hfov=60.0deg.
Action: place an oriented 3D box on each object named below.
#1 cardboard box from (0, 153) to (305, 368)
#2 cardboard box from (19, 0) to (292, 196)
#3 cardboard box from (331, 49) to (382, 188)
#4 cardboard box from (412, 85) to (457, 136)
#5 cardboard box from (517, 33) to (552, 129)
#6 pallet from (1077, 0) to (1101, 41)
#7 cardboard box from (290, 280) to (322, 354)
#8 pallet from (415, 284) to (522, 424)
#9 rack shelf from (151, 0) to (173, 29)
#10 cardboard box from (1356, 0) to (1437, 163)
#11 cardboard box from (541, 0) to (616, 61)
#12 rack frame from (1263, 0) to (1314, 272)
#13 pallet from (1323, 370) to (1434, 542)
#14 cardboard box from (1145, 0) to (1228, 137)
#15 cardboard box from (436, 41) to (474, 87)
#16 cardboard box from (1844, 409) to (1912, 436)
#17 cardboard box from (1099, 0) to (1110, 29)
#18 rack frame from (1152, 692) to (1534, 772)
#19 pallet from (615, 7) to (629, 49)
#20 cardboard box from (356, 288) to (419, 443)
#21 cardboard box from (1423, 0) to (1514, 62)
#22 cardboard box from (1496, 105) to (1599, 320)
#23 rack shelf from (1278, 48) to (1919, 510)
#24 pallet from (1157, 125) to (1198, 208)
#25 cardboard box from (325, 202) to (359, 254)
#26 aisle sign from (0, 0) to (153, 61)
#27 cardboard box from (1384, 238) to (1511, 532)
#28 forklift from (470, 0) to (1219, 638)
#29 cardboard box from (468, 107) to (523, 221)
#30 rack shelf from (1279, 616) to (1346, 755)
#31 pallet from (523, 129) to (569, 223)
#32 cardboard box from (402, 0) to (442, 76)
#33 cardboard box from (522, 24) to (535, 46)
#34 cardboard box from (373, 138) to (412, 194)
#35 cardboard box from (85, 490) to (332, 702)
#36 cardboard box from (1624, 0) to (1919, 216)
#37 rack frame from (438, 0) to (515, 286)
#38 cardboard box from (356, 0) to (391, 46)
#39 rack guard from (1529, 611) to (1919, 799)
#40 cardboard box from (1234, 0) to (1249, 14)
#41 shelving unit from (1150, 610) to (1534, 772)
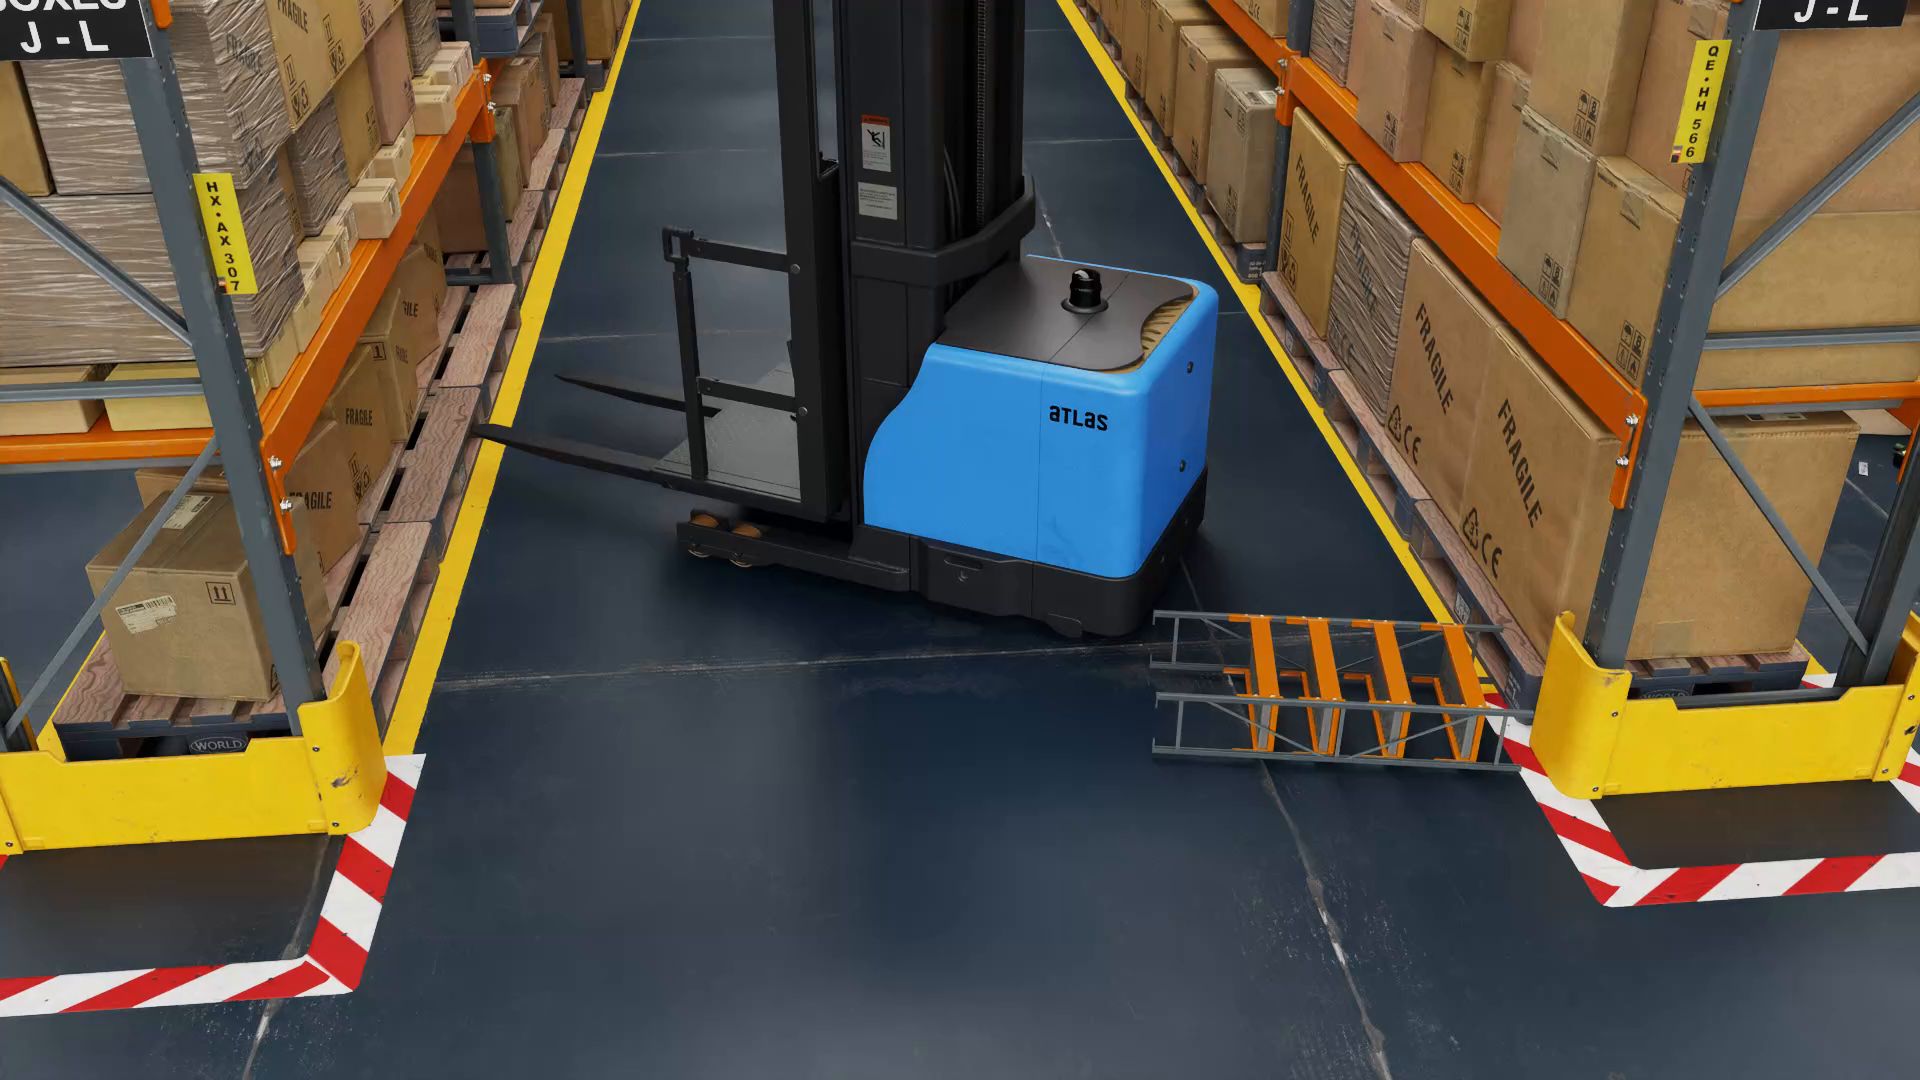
[{"bbox_3d":[-2.467,-0.845,4.852,0.875,0.500,0.500,-3,31,-5],"label":"cardboard box"},{"bbox_3d":[-2.223,-1.286,4.615,0.500,0.500,0.500,-3,31,-5],"label":"cardboard box"},{"bbox_3d":[-2.672,-1.607,6.128,0.875,0.500,0.500,-3,31,-5],"label":"cardboard box"},{"bbox_3d":[-2.392,-1.850,7.167,0.380,0.149,0.250,-3,31,-5],"label":"cardboard box"},{"bbox_3d":[-3.043,-2.968,10.803,0.700,0.500,0.500,-5,31,-9],"label":"cardboard box"},{"bbox_3d":[1.575,-4.486,14.054,1.003,0.211,1.213,-3,31,-5],"label":"pallet"},{"bbox_3d":[-2.245,-0.698,5.238,0.380,0.149,0.250,-3,31,-5],"label":"cardboard box"},{"bbox_3d":[-2.719,-0.896,8.044,1.003,0.211,1.213,-3,31,-5],"label":"pallet"},{"bbox_3d":[-2.630,-2.392,5.606,1.077,0.370,4.000,-3,31,-5],"label":"rack shelf"},{"bbox_3d":[2.185,-1.936,6.919,0.875,0.550,0.550,-3,31,-5],"label":"cardboard box"},{"bbox_3d":[-3.234,-4.098,12.348,1.225,0.875,0.875,-4,31,-7],"label":"cardboard box"},{"bbox_3d":[2.131,-2.620,8.212,1.000,3.000,0.127,-3,31,-5],"label":"rack frame"},{"bbox_3d":[2.241,-0.407,7.225,1.003,0.211,1.213,-3,31,-5],"label":"pallet"},{"bbox_3d":[1.810,-3.116,10.825,1.050,0.750,0.750,-2,31,-4],"label":"cardboard box"},{"bbox_3d":[-2.504,-2.231,7.804,0.380,0.149,0.250,-3,31,-5],"label":"cardboard box"},{"bbox_3d":[4.125,-0.657,7.591,0.396,0.266,0.258,2,31,4],"label":"cardboard box"},{"bbox_3d":[1.391,-4.358,13.150,0.500,0.500,0.500,-2,31,-3],"label":"cardboard box"},{"bbox_3d":[1.235,0.625,5.416,1.200,0.240,0.015,2,31,4],"label":"rack frame"},{"bbox_3d":[-3.300,-4.307,13.755,1.003,0.211,1.213,-3,31,-5],"label":"pallet"},{"bbox_3d":[-2.622,-0.730,7.075,0.500,0.500,0.500,-5,31,-9],"label":"cardboard box"},{"bbox_3d":[2.269,-2.130,6.192,0.875,0.550,0.500,-3,31,-5],"label":"cardboard box"},{"bbox_3d":[2.352,-1.109,5.536,0.875,0.550,0.550,-3,31,-5],"label":"cardboard box"},{"bbox_3d":[2.318,-1.290,6.687,1.077,0.370,4.000,-3,31,-5],"label":"rack shelf"},{"bbox_3d":[1.867,-2.438,10.625,1.003,0.211,1.213,-3,31,-5],"label":"pallet"},{"bbox_3d":[-2.356,-1.079,5.876,0.380,0.149,0.250,-3,31,-5],"label":"cardboard box"},{"bbox_3d":[-2.138,-1.491,3.786,0.394,0.787,0.004,-3,31,-5],"label":"aisle sign"},{"bbox_3d":[2.291,-0.638,6.556,0.875,0.875,0.875,-3,31,-5],"label":"cardboard box"},{"bbox_3d":[-0.573,-1.385,6.210,3.031,2.935,1.130,12,33,20],"label":"forklift"},{"bbox_3d":[-2.878,-2.109,9.364,0.700,0.500,0.500,-3,31,-5],"label":"cardboard box"},{"bbox_3d":[1.188,0.498,5.629,0.148,0.258,0.480,2,31,4],"label":"rack shelf"},{"bbox_3d":[-3.008,-2.259,10.326,1.003,0.211,1.213,-3,31,-5],"label":"pallet"},{"bbox_3d":[-2.836,-2.372,7.409,0.875,0.500,0.500,-3,31,-5],"label":"cardboard box"},{"bbox_3d":[-3.038,-3.303,10.632,0.500,0.250,0.500,1,31,1],"label":"cardboard box"},{"bbox_3d":[-2.378,-1.464,6.521,0.380,0.149,0.250,-3,31,-5],"label":"cardboard box"},{"bbox_3d":[-2.485,0.181,5.550,0.500,0.500,0.500,3,31,5],"label":"cardboard box"},{"bbox_3d":[2.509,-1.297,4.797,0.875,0.550,0.550,-3,31,-5],"label":"cardboard box"},{"bbox_3d":[-2.817,-2.434,7.900,1.000,3.000,0.127,-3,31,-5],"label":"rack frame"},{"bbox_3d":[-2.364,-2.052,5.897,0.500,0.500,0.500,-3,31,-5],"label":"cardboard box"},{"bbox_3d":[2.507,0.507,5.413,1.175,0.500,0.348,-3,31,-5],"label":"rack guard"},{"bbox_3d":[1.769,-3.175,9.042,0.500,0.500,0.500,-3,31,-5],"label":"cardboard box"},{"bbox_3d":[1.255,0.501,5.625,1.200,0.258,0.503,2,31,4],"label":"shelving unit"}]
